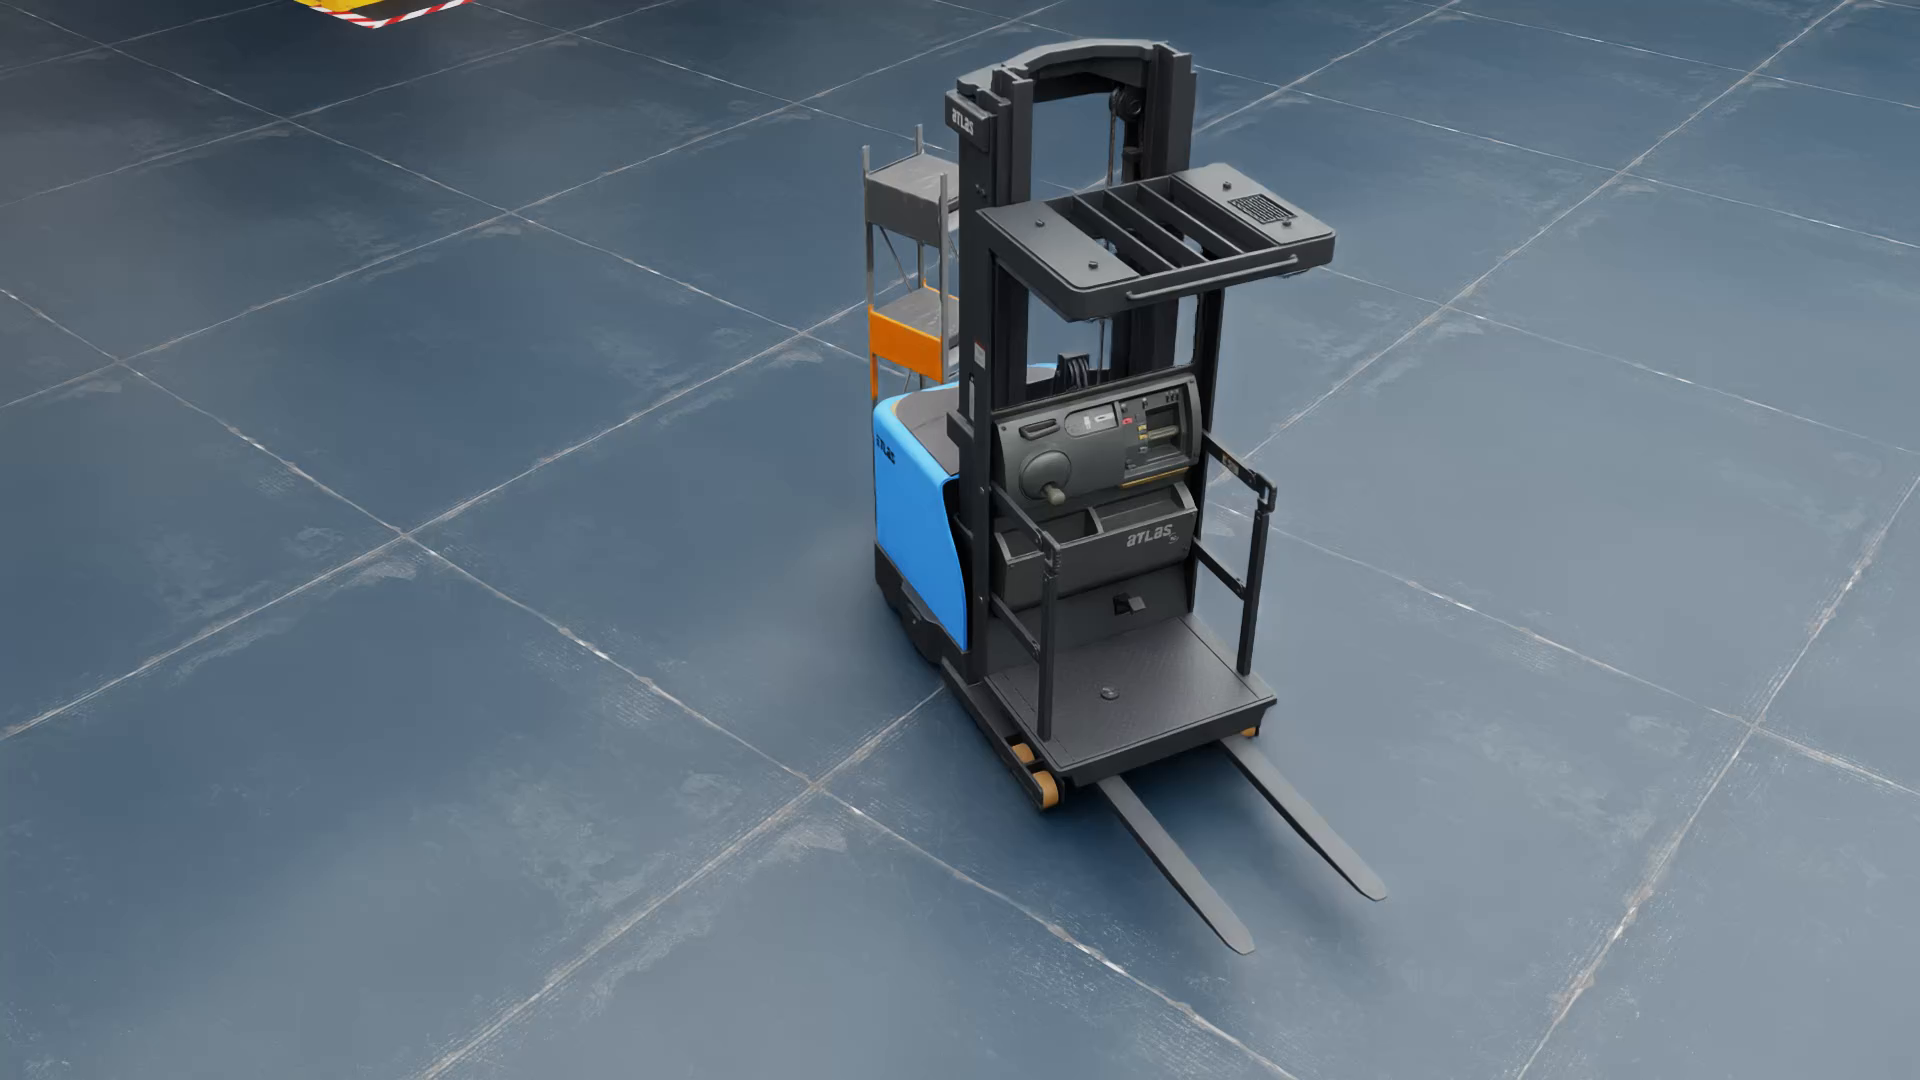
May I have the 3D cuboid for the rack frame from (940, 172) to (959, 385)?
[{"bbox_3d":[0.050,-0.849,8.131,0.015,2.100,0.400,27,43,33],"label":"rack frame"}]

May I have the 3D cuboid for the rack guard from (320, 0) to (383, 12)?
[{"bbox_3d":[-5.830,-5.676,16.573,0.348,0.500,1.175,25,42,32],"label":"rack guard"}]

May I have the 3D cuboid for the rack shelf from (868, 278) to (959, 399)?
[{"bbox_3d":[-0.132,-0.930,8.272,0.480,0.518,0.431,27,43,33],"label":"rack shelf"}]

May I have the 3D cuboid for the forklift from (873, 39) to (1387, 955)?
[{"bbox_3d":[0.676,-0.347,6.667,1.130,2.935,3.031,-15,37,-21],"label":"forklift"}]

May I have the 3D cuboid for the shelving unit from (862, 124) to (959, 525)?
[{"bbox_3d":[-0.132,-0.941,8.264,0.503,2.100,0.431,27,43,33],"label":"shelving unit"}]

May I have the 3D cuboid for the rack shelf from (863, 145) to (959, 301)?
[{"bbox_3d":[-0.133,-1.506,7.875,0.480,0.518,0.431,27,43,33],"label":"rack shelf"}]

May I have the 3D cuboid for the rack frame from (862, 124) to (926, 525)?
[{"bbox_3d":[-0.315,-1.032,8.398,0.015,2.100,0.400,27,43,33],"label":"rack frame"}]

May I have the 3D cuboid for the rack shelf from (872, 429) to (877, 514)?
[{"bbox_3d":[-0.131,-0.353,8.669,0.480,0.518,0.431,27,43,33],"label":"rack shelf"}]
